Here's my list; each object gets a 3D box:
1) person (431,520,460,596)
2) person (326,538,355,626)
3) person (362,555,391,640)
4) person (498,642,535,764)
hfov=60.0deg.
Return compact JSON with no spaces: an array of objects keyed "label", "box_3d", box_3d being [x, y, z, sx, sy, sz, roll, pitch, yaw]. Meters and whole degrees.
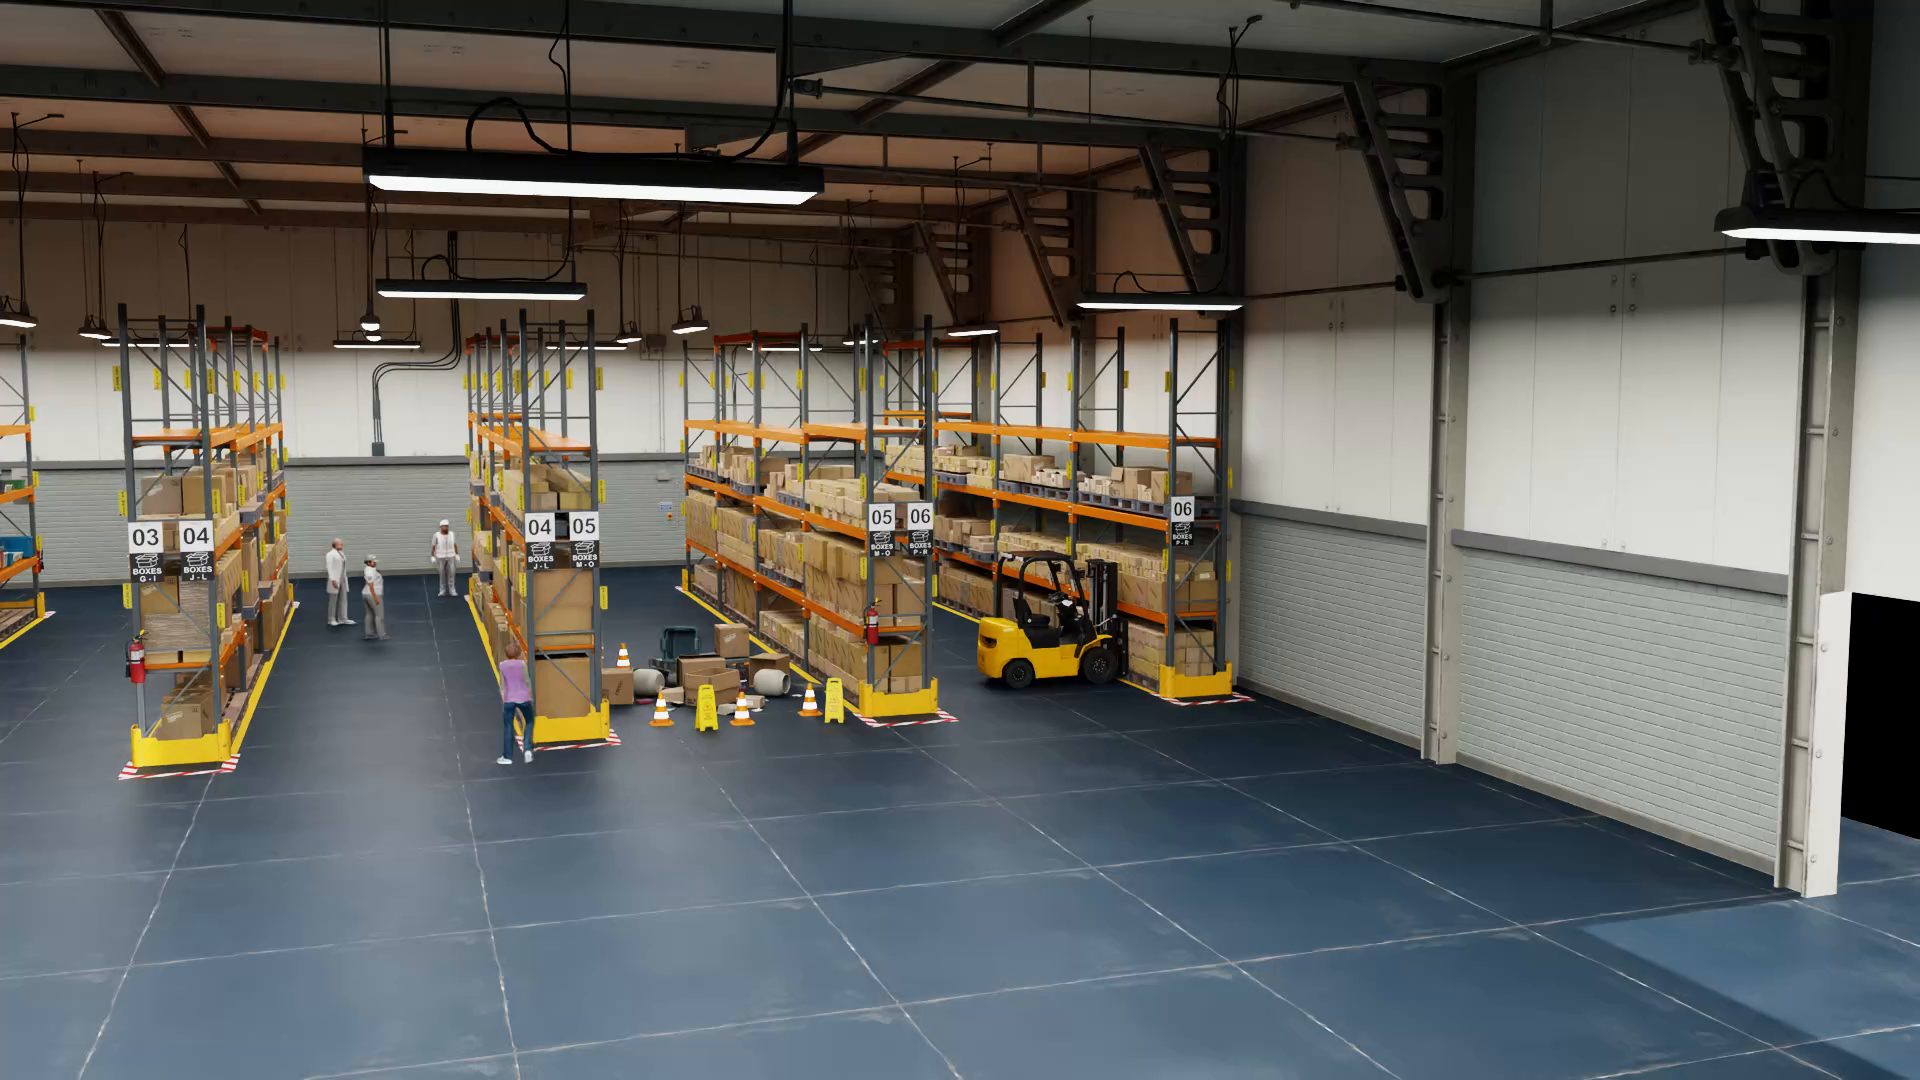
[{"label":"person","box_3d":[-12.047,0.417,38.943,0.658,1.789,0.364,-2,6,-24]},{"label":"person","box_3d":[-12.813,0.868,34.251,0.495,1.796,0.626,3,6,26]},{"label":"person","box_3d":[-11.361,1.108,32.323,0.455,1.658,0.559,-4,7,-37]},{"label":"person","box_3d":[-5.824,2.135,21.747,0.498,1.601,0.367,-1,5,-9]}]
